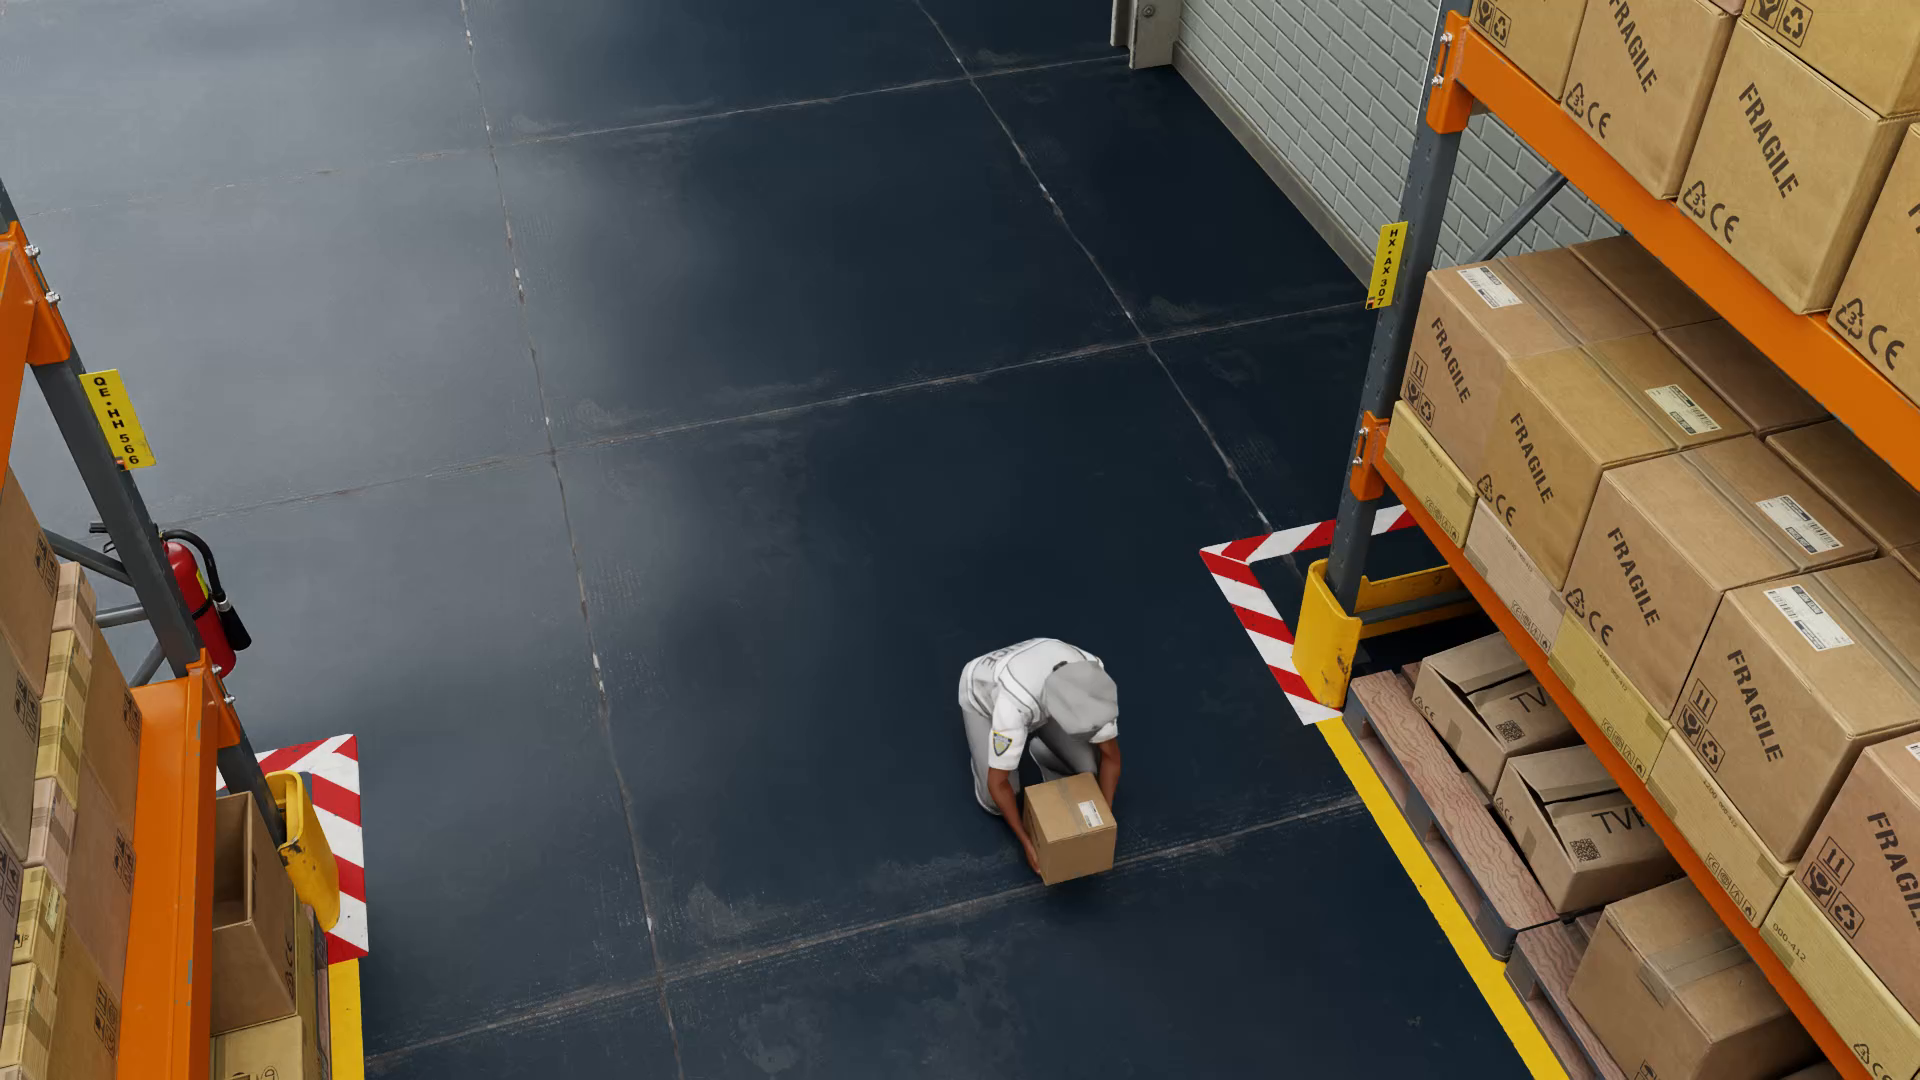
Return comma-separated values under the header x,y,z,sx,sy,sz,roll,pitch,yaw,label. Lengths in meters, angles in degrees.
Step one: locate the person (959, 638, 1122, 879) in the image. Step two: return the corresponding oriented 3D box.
x,y,z,sx,sy,sz,roll,pitch,yaw,label
0.284,0.677,5.961,0.496,0.950,0.853,-11,44,-12,person
